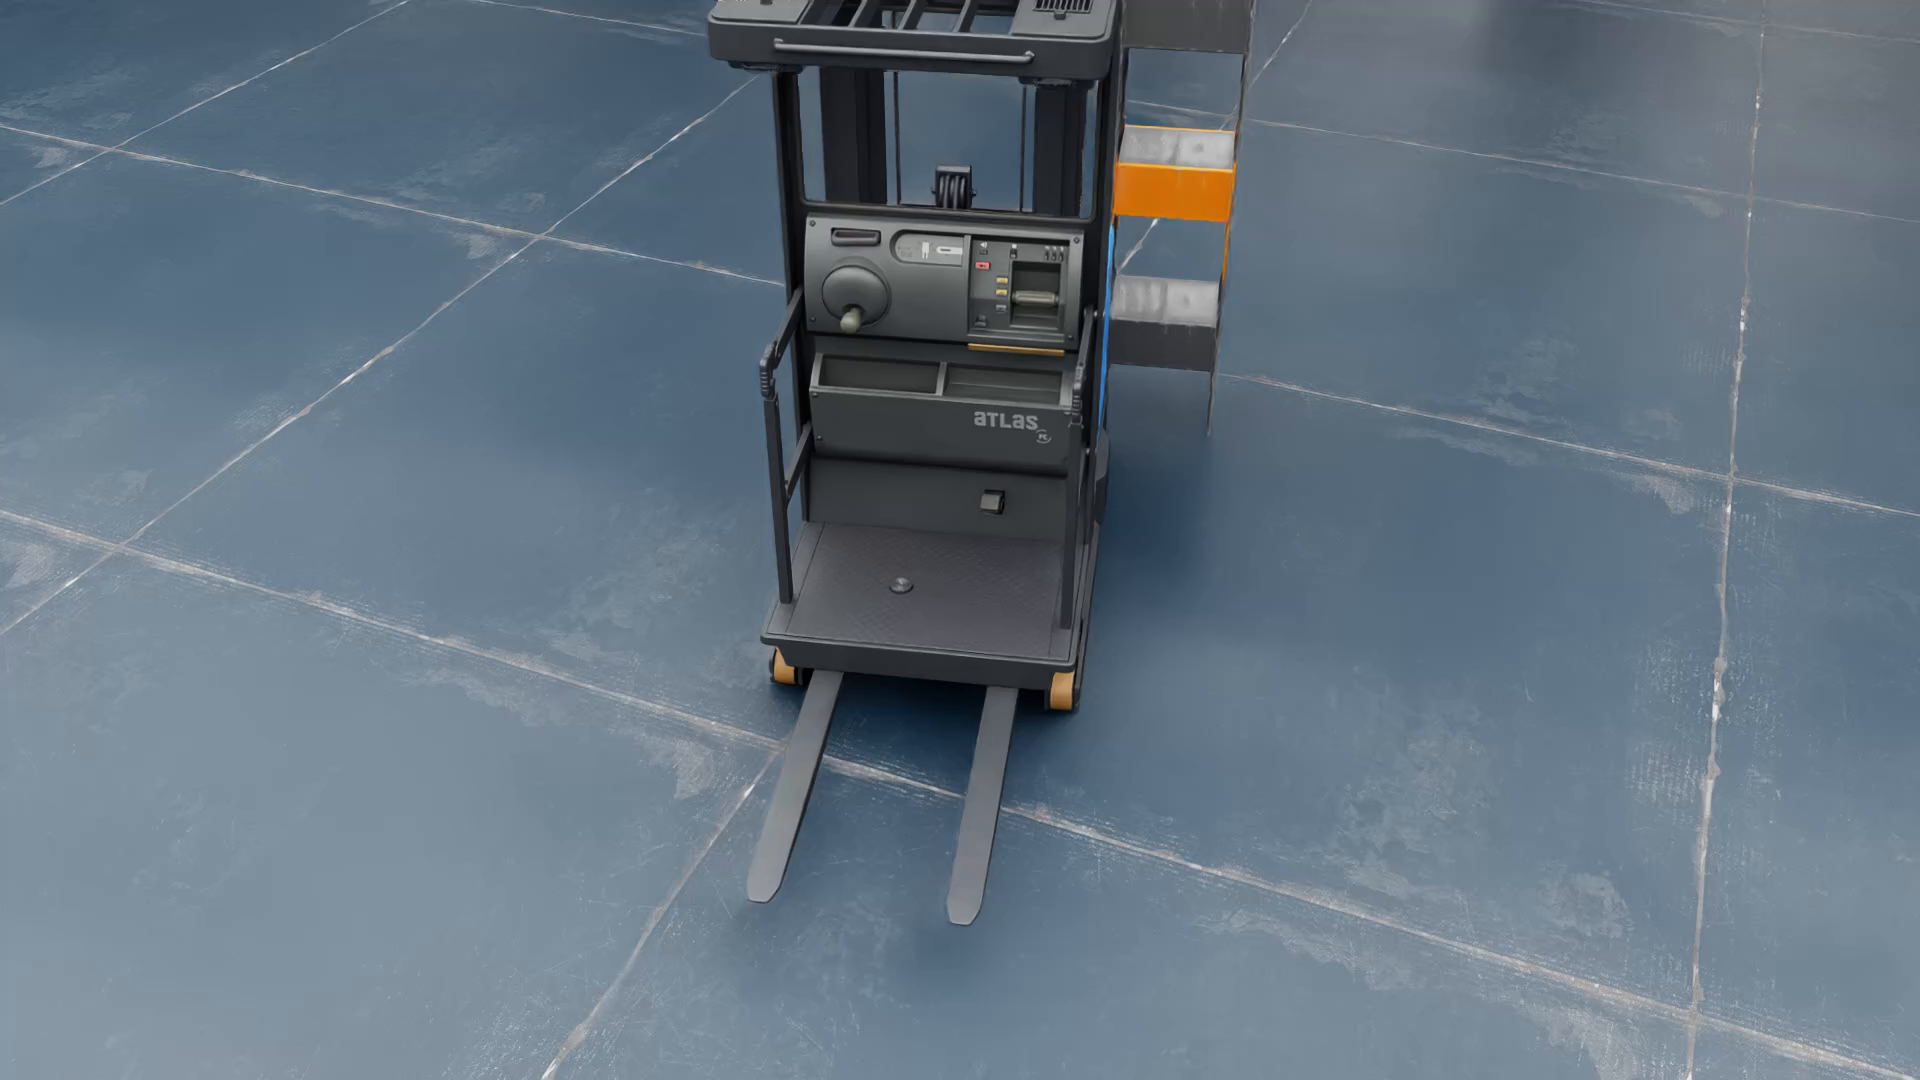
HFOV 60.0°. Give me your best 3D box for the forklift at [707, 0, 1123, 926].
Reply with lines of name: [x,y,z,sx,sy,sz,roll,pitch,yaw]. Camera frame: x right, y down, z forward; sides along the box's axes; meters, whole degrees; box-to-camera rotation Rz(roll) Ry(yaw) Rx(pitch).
forklift: [-0.086,-0.793,5.362,1.130,2.935,3.031,5,37,6]

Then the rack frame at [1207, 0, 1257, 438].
rack frame: [1.129,-1.412,6.884,0.015,2.100,0.400,5,37,7]

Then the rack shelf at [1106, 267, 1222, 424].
rack shelf: [0.888,-0.863,7.342,0.480,0.518,0.431,5,37,7]

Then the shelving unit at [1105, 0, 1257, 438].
shelving unit: [0.888,-1.434,6.915,0.503,2.100,0.431,5,37,7]

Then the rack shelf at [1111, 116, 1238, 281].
rack shelf: [0.888,-1.423,6.923,0.480,0.518,0.431,5,37,7]

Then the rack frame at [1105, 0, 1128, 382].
rack frame: [0.647,-1.457,6.945,0.015,2.100,0.400,5,37,7]

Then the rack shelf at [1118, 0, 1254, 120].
rack shelf: [0.888,-1.984,6.504,0.480,0.518,0.431,5,37,7]
